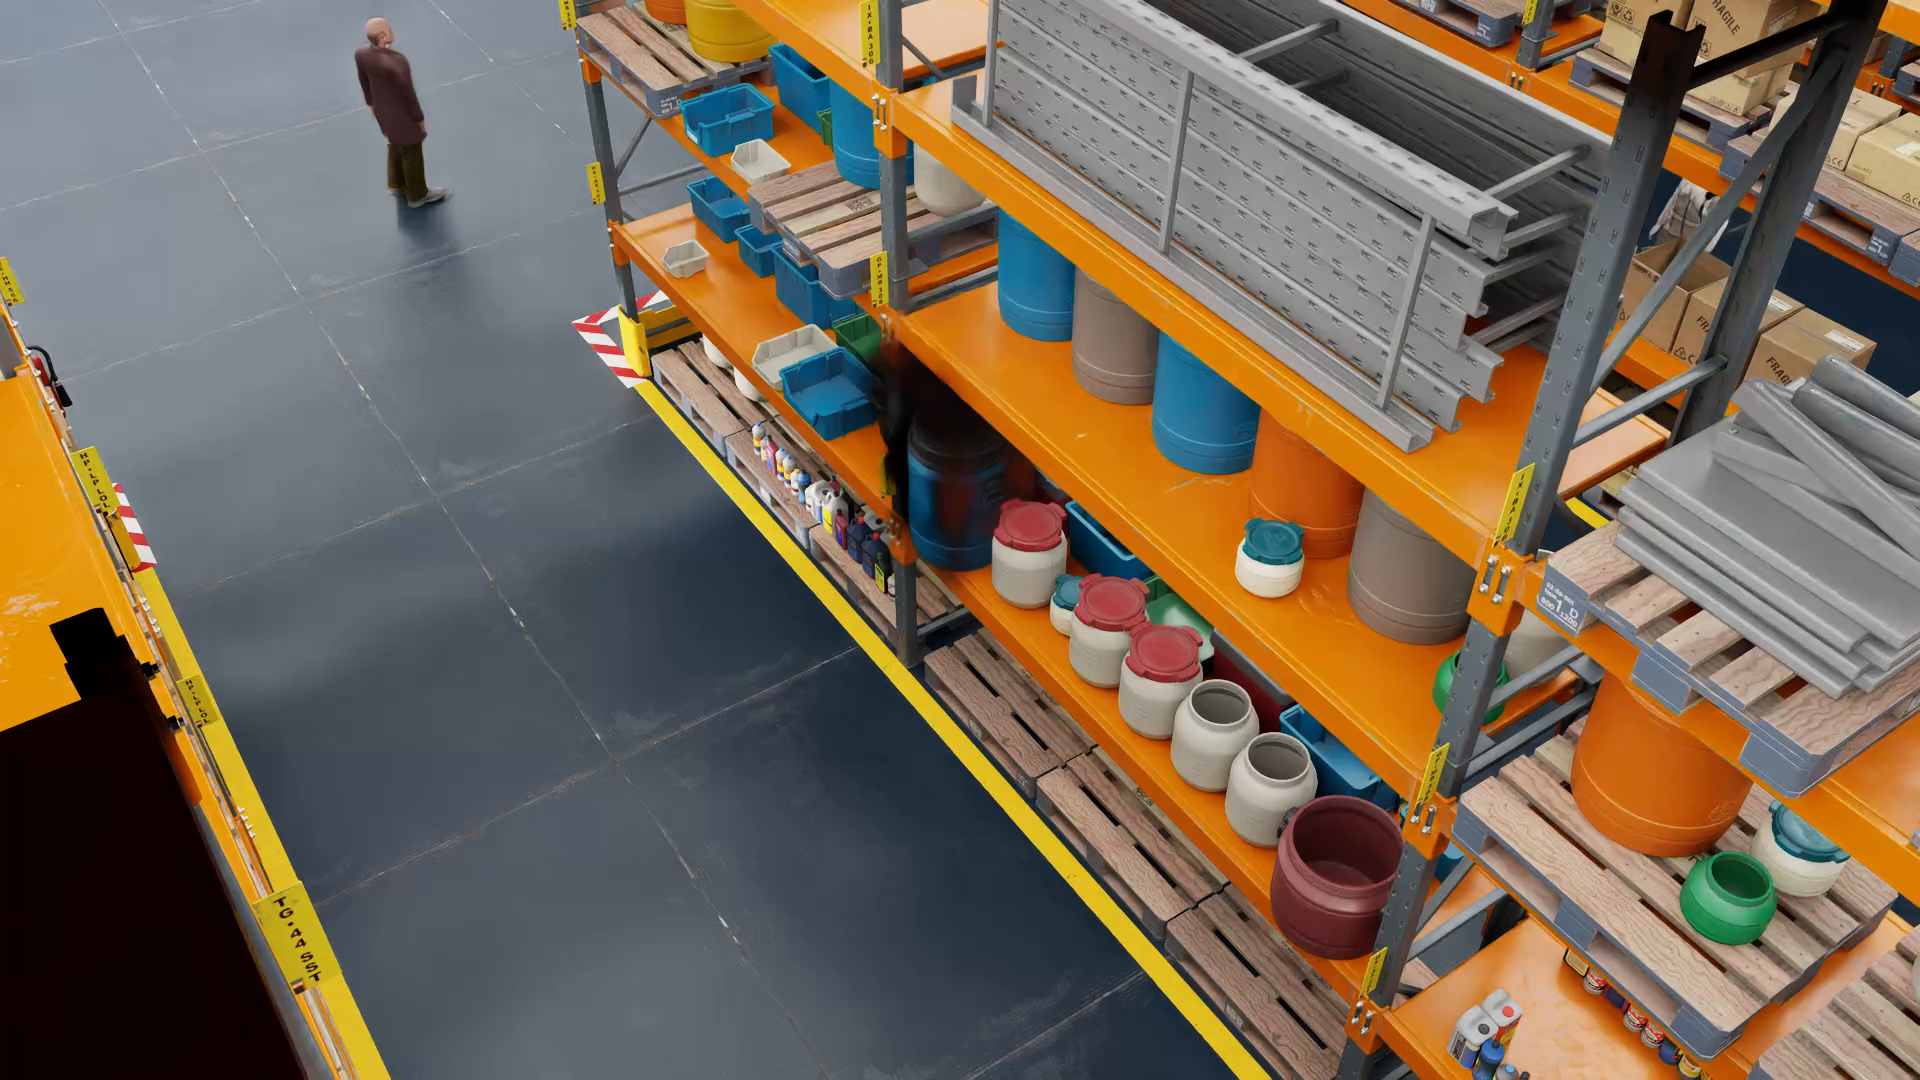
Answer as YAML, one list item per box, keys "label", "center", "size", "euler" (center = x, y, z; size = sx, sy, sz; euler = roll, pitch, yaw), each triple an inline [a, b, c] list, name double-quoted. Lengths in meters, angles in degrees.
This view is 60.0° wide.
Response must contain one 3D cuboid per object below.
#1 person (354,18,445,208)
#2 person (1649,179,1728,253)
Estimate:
- label: "person"
  center: [-4.886, -3.730, 14.505]
  size: [0.635, 1.805, 0.420]
  euler: [21, 47, 21]
- label: "person"
  center: [5.708, -2.376, 13.106]
  size: [0.544, 1.663, 0.415]
  euler: [29, 50, 28]
